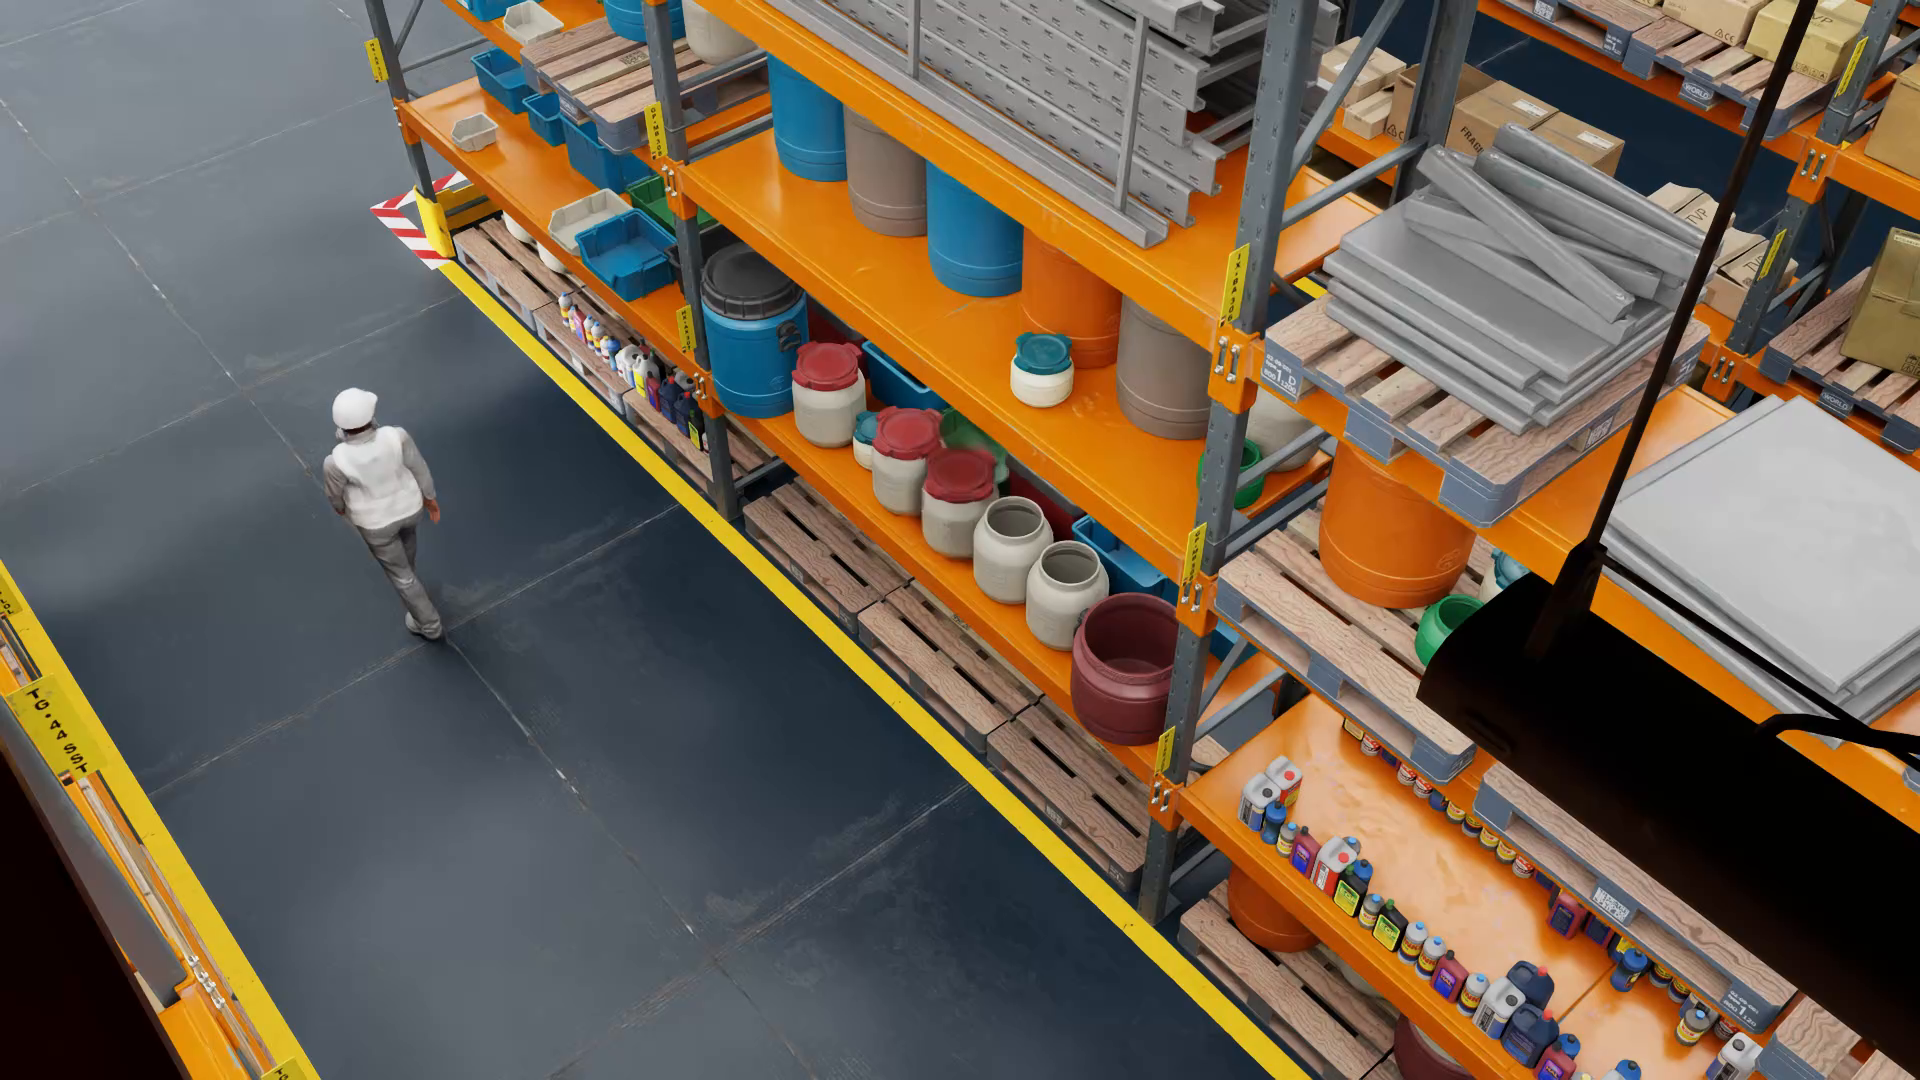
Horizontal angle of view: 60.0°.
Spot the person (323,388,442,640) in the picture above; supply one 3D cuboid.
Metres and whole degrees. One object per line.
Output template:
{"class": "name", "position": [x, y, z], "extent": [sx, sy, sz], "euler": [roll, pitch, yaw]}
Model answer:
{"class": "person", "position": [-3.468, -0.230, 9.978], "extent": [0.566, 1.753, 0.877], "euler": [-32, 54, -27]}
